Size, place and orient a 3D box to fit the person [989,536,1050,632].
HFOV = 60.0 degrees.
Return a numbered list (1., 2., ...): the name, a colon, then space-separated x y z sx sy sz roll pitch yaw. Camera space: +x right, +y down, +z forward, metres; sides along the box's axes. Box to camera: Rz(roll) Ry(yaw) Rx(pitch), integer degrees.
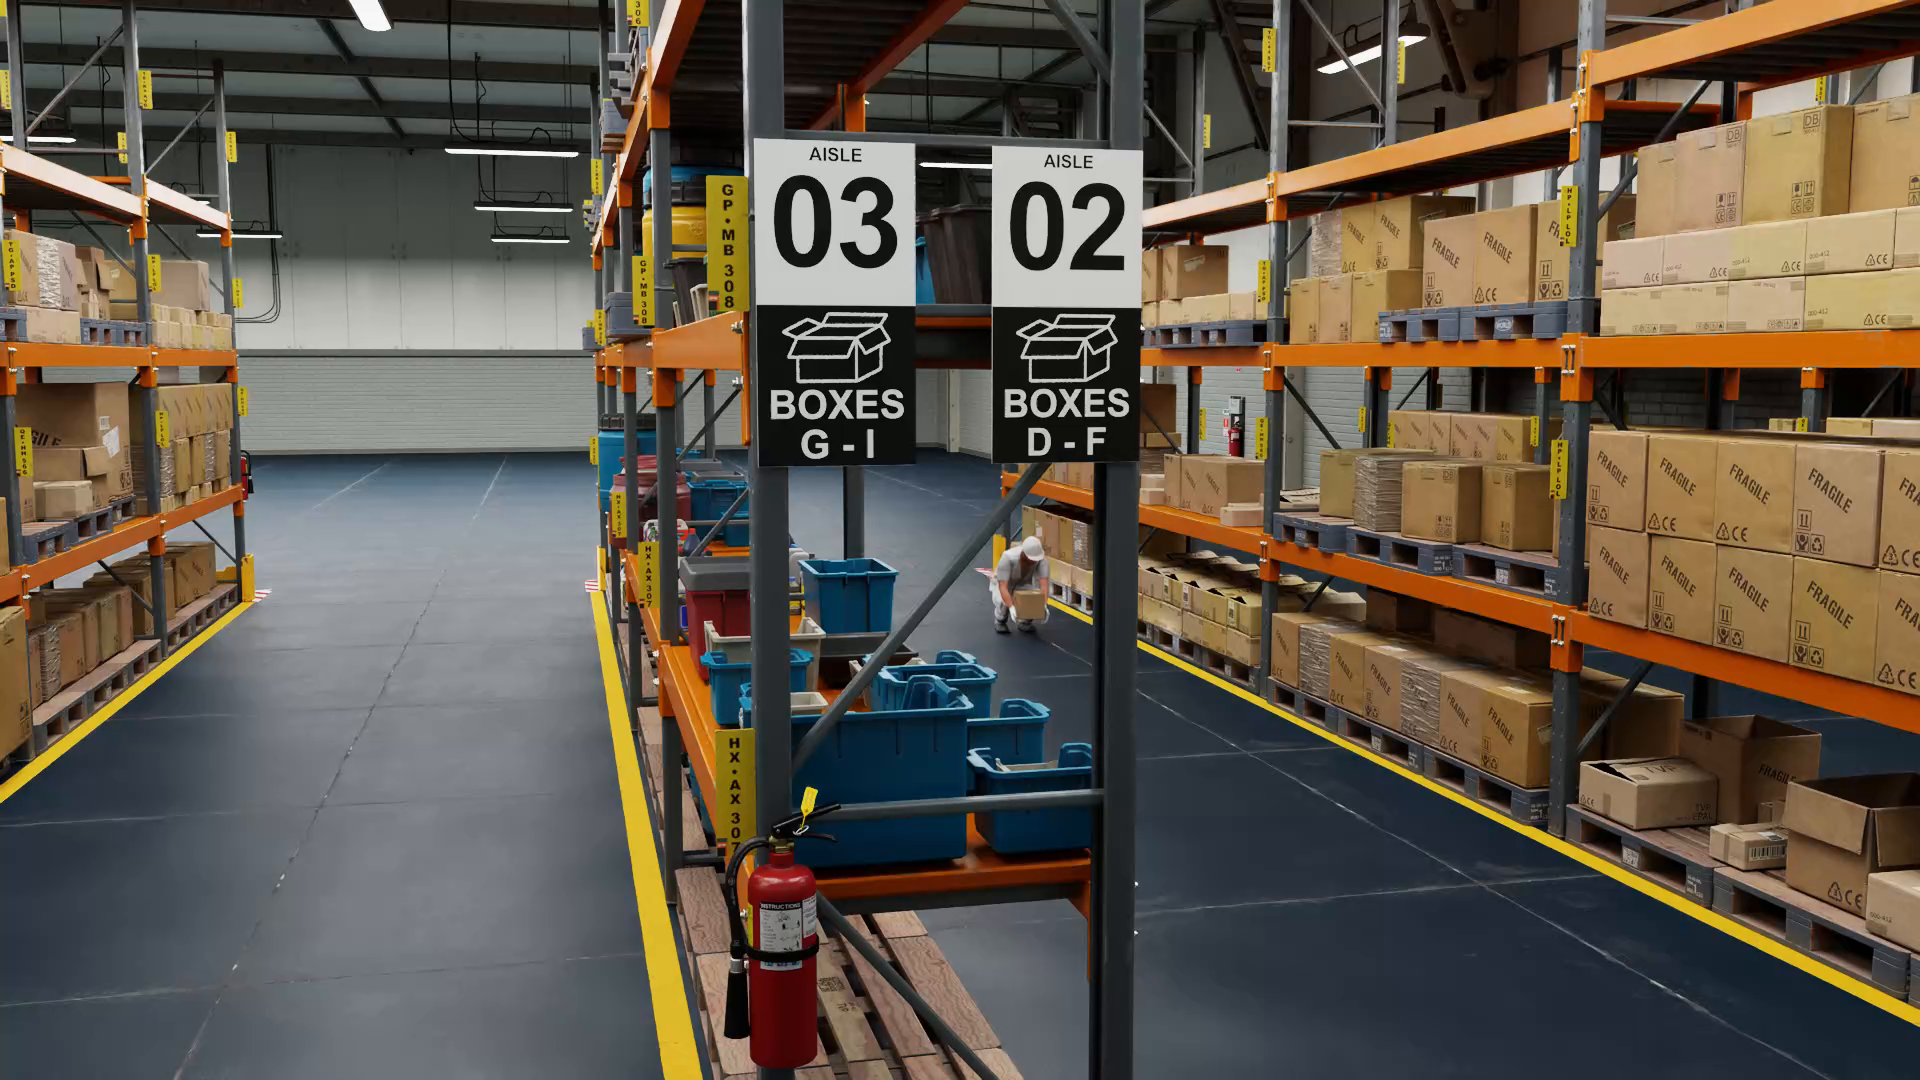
1. person: 0.599 0.433 16.503 0.565 0.994 0.864 -2 6 -15
